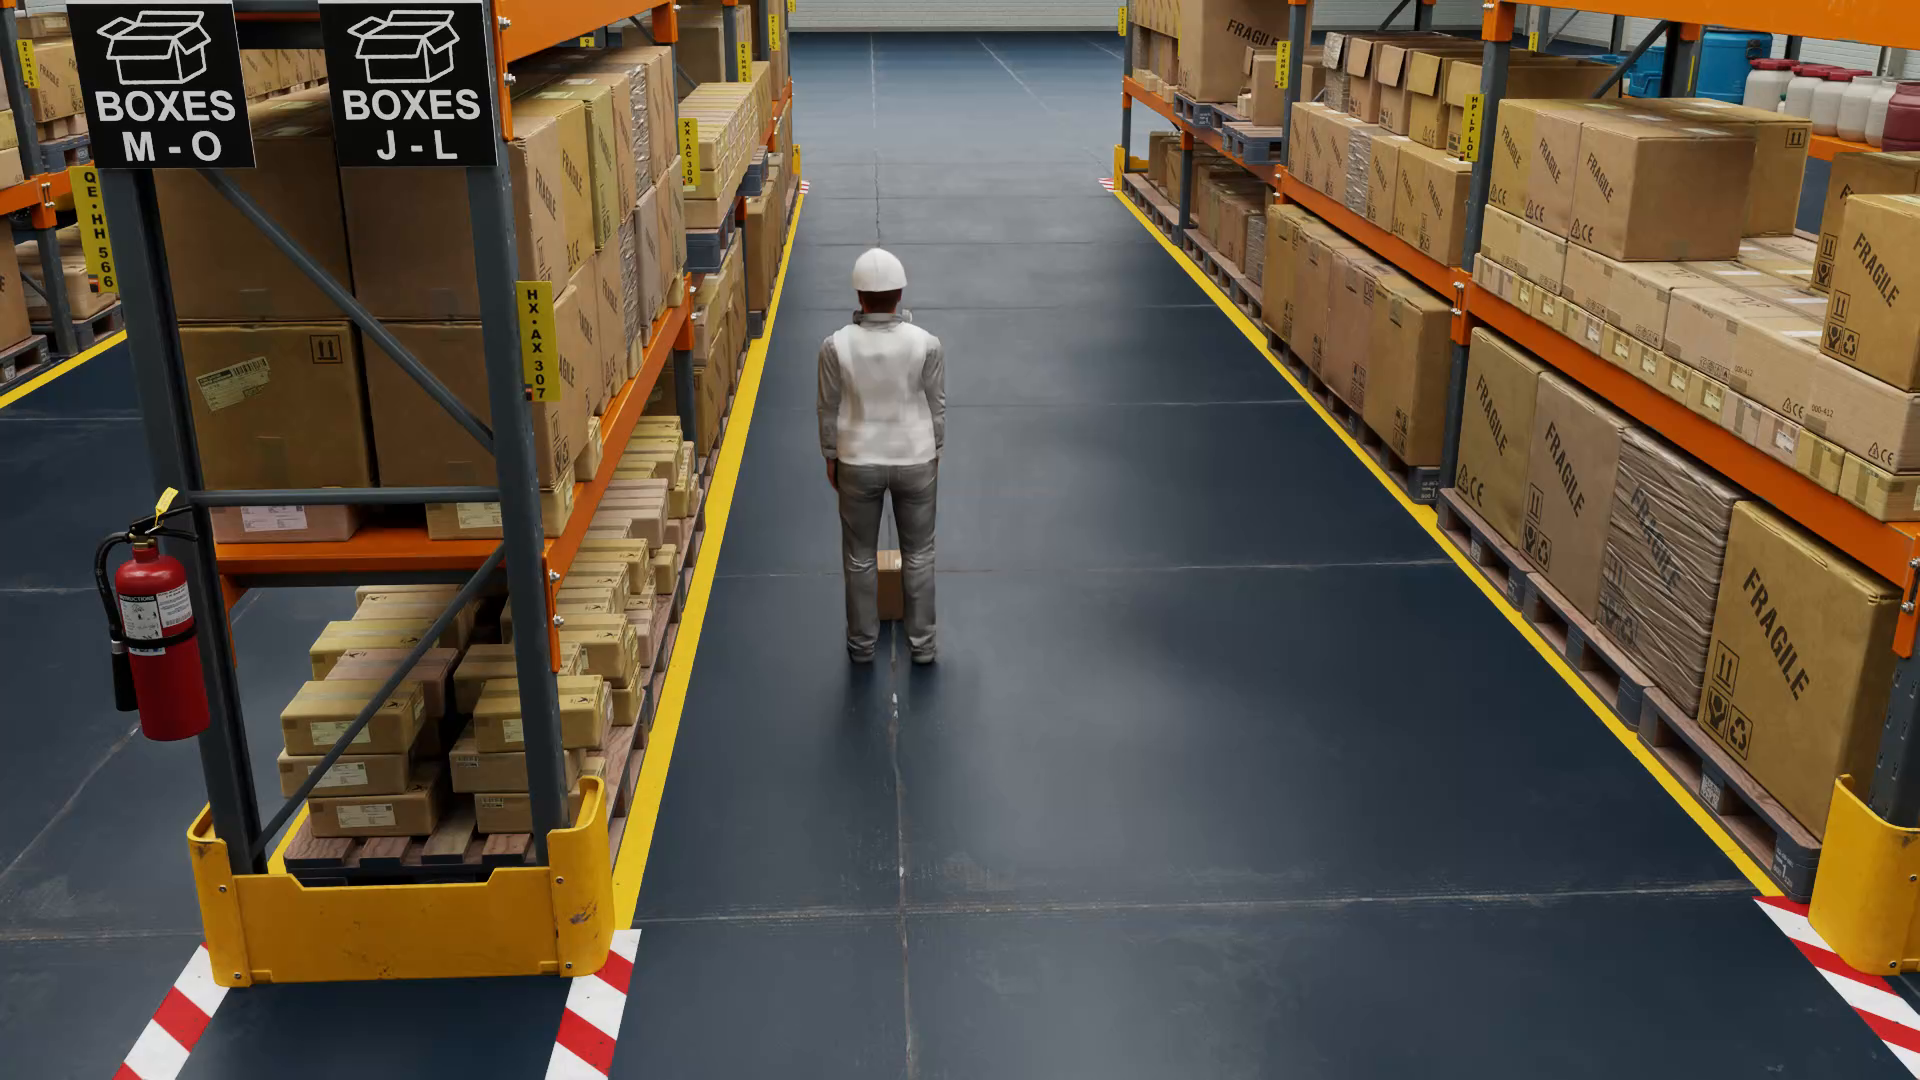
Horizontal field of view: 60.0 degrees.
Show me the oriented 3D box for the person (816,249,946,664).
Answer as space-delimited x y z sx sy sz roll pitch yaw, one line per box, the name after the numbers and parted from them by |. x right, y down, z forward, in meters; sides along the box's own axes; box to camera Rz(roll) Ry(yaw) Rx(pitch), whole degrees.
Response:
-0.326 -0.332 6.964 0.533 1.775 0.359 -1 20 -2 | person
